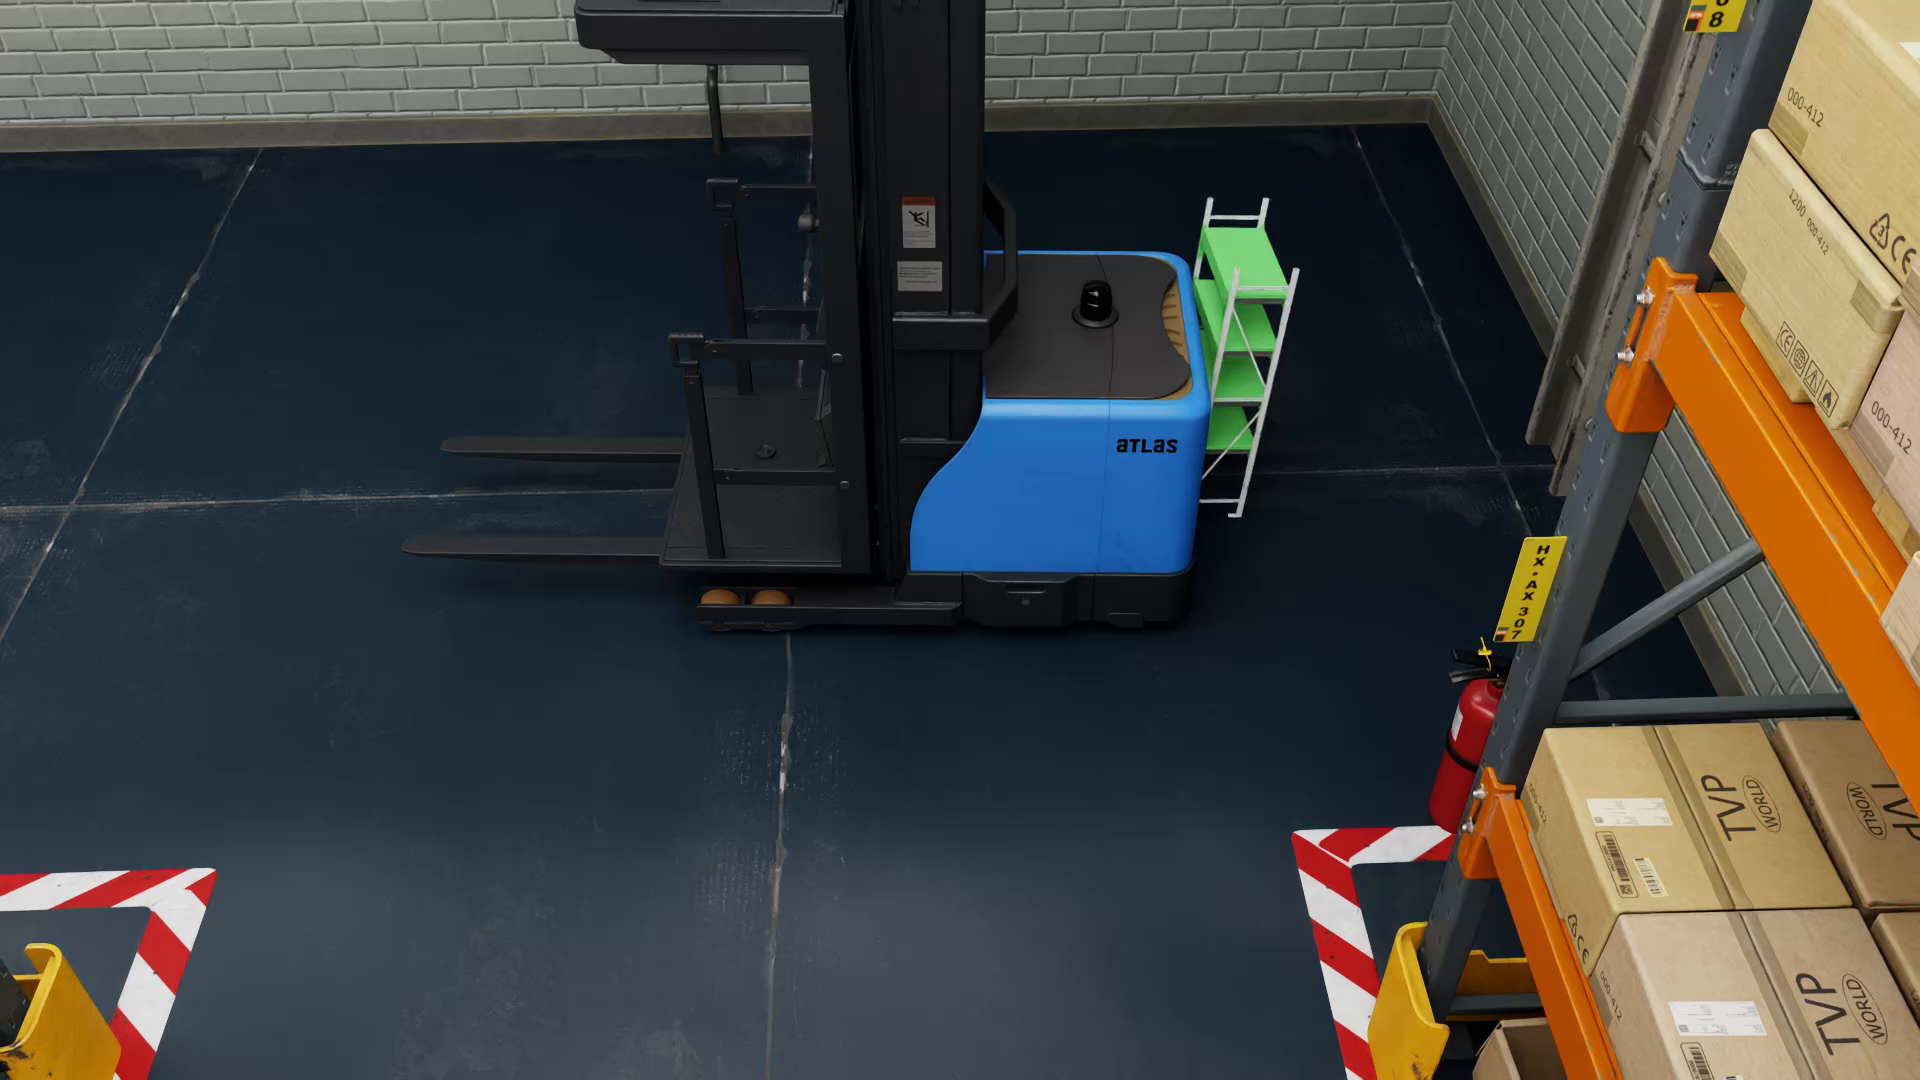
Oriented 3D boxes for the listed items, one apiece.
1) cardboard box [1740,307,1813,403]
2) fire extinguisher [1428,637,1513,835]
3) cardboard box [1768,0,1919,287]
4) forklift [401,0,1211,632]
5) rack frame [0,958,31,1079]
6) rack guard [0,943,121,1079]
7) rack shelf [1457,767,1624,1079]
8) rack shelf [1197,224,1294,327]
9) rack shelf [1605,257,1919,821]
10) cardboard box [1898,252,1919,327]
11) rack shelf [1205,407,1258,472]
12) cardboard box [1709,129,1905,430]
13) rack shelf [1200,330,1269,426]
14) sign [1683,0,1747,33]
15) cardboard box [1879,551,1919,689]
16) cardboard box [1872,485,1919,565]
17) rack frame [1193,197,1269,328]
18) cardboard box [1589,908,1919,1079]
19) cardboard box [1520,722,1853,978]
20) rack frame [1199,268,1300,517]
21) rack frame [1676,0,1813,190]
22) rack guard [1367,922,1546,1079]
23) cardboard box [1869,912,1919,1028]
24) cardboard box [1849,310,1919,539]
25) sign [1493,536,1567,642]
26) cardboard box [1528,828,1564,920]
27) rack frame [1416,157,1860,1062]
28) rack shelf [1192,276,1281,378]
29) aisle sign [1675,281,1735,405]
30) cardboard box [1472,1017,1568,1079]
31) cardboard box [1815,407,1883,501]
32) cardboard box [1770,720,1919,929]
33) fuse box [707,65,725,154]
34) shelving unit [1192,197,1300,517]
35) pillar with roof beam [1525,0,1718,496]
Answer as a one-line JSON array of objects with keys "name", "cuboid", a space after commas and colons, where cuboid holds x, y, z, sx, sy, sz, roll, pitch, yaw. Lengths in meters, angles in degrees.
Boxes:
[{"name": "cardboard box", "cuboid": [1.615, -0.373, 2.903, 0.380, 0.149, 0.250, -1, 43, -1]}, {"name": "fire extinguisher", "cuboid": [1.366, 0.498, 4.320, 0.296, 0.674, 0.183, -2, 43, -2]}, {"name": "cardboard box", "cuboid": [1.602, -0.619, 2.507, 0.500, 0.250, 0.500, -2, 43, -2]}, {"name": "forklift", "cuboid": [-0.628, -1.087, 5.767, 3.031, 2.935, 1.130, 1, 43, 1]}, {"name": "rack frame", "cuboid": [-3.125, 0.563, 3.916, 1.000, 3.000, 0.127, -2, 43, -2]}, {"name": "rack guard", "cuboid": [-3.126, 1.469, 4.778, 1.175, 0.500, 0.348, -2, 43, -2]}, {"name": "rack shelf", "cuboid": [1.919, 2.034, 2.844, 1.077, 0.370, 4.000, -2, 43, -2]}, {"name": "rack shelf", "cuboid": [1.082, -1.013, 6.341, 0.258, 0.148, 0.480, -1, 42, -6]}, {"name": "rack shelf", "cuboid": [1.919, 0.928, 1.830, 1.077, 0.370, 4.000, -2, 43, -2]}, {"name": "cardboard box", "cuboid": [1.604, -0.275, 2.132, 0.500, 0.250, 0.500, -2, 43, -2]}, {"name": "rack shelf", "cuboid": [1.036, -0.481, 6.823, 0.258, 0.148, 0.480, -1, 42, -6]}, {"name": "cardboard box", "cuboid": [1.579, -0.434, 2.675, 0.500, 0.250, 0.500, -2, 43, -2]}, {"name": "rack shelf", "cuboid": [1.051, -0.658, 6.662, 0.258, 0.148, 0.480, -1, 42, -6]}, {"name": "sign", "cuboid": [1.291, -0.994, 2.748, 0.100, 0.325, 0.005, -2, 43, -2]}, {"name": "cardboard box", "cuboid": [1.554, 0.148, 2.334, 0.380, 0.149, 0.250, -1, 43, -1]}, {"name": "cardboard box", "cuboid": [1.646, -0.023, 2.521, 0.380, 0.149, 0.250, -1, 43, -2]}, {"name": "rack frame", "cuboid": [1.033, -0.870, 6.799, 0.240, 1.200, 0.015, -1, 42, -6]}, {"name": "cardboard box", "cuboid": [1.605, 1.018, 3.310, 0.500, 0.250, 0.500, -1, 43, -1]}, {"name": "cardboard box", "cuboid": [1.584, 0.678, 3.681, 0.500, 0.250, 0.500, -1, 43, -2]}, {"name": "rack frame", "cuboid": [1.077, -0.541, 6.441, 0.240, 1.200, 0.015, -1, 42, -6]}, {"name": "rack frame", "cuboid": [1.834, -1.793, 2.047, 1.000, 3.000, 0.127, -2, 43, -2]}, {"name": "rack guard", "cuboid": [1.837, 1.391, 4.862, 1.175, 0.500, 0.348, -2, 43, -2]}, {"name": "cardboard box", "cuboid": [2.139, 1.015, 3.314, 0.500, 0.250, 0.500, -2, 43, -2]}, {"name": "cardboard box", "cuboid": [1.622, -0.092, 2.301, 0.500, 0.250, 0.500, -1, 43, -1]}, {"name": "sign", "cuboid": [1.291, 0.115, 3.764, 0.100, 0.325, 0.005, -2, 43, -2]}, {"name": "cardboard box", "cuboid": [1.573, 0.741, 3.908, 0.380, 0.149, 0.250, -2, 43, -2]}, {"name": "rack frame", "cuboid": [1.834, 0.418, 4.074, 1.000, 3.000, 0.127, -2, 43, -2]}, {"name": "rack shelf", "cuboid": [1.066, -0.835, 6.502, 0.258, 0.148, 0.480, -1, 42, -6]}, {"name": "aisle sign", "cuboid": [1.537, -0.578, 3.236, 0.394, 0.787, 0.004, -2, 43, -2]}, {"name": "cardboard box", "cuboid": [1.765, 1.599, 4.322, 0.797, 0.503, 0.637, -3, 43, -3]}, {"name": "cardboard box", "cuboid": [1.652, -0.197, 2.711, 0.380, 0.149, 0.250, -1, 43, -1]}, {"name": "cardboard box", "cuboid": [2.118, 0.667, 3.693, 0.500, 0.250, 0.500, 0, 43, -1]}, {"name": "fuse box", "cuboid": [-1.283, -2.730, 8.461, 0.539, 1.711, 0.414, -2, 43, -2]}, {"name": "shelving unit", "cuboid": [1.055, -0.705, 6.620, 0.258, 1.200, 0.503, -1, 42, -6]}, {"name": "pillar with roof beam", "cuboid": [-1.682, -3.516, 3.926, 9.100, 9.000, 0.400, -2, 43, -2]}]
